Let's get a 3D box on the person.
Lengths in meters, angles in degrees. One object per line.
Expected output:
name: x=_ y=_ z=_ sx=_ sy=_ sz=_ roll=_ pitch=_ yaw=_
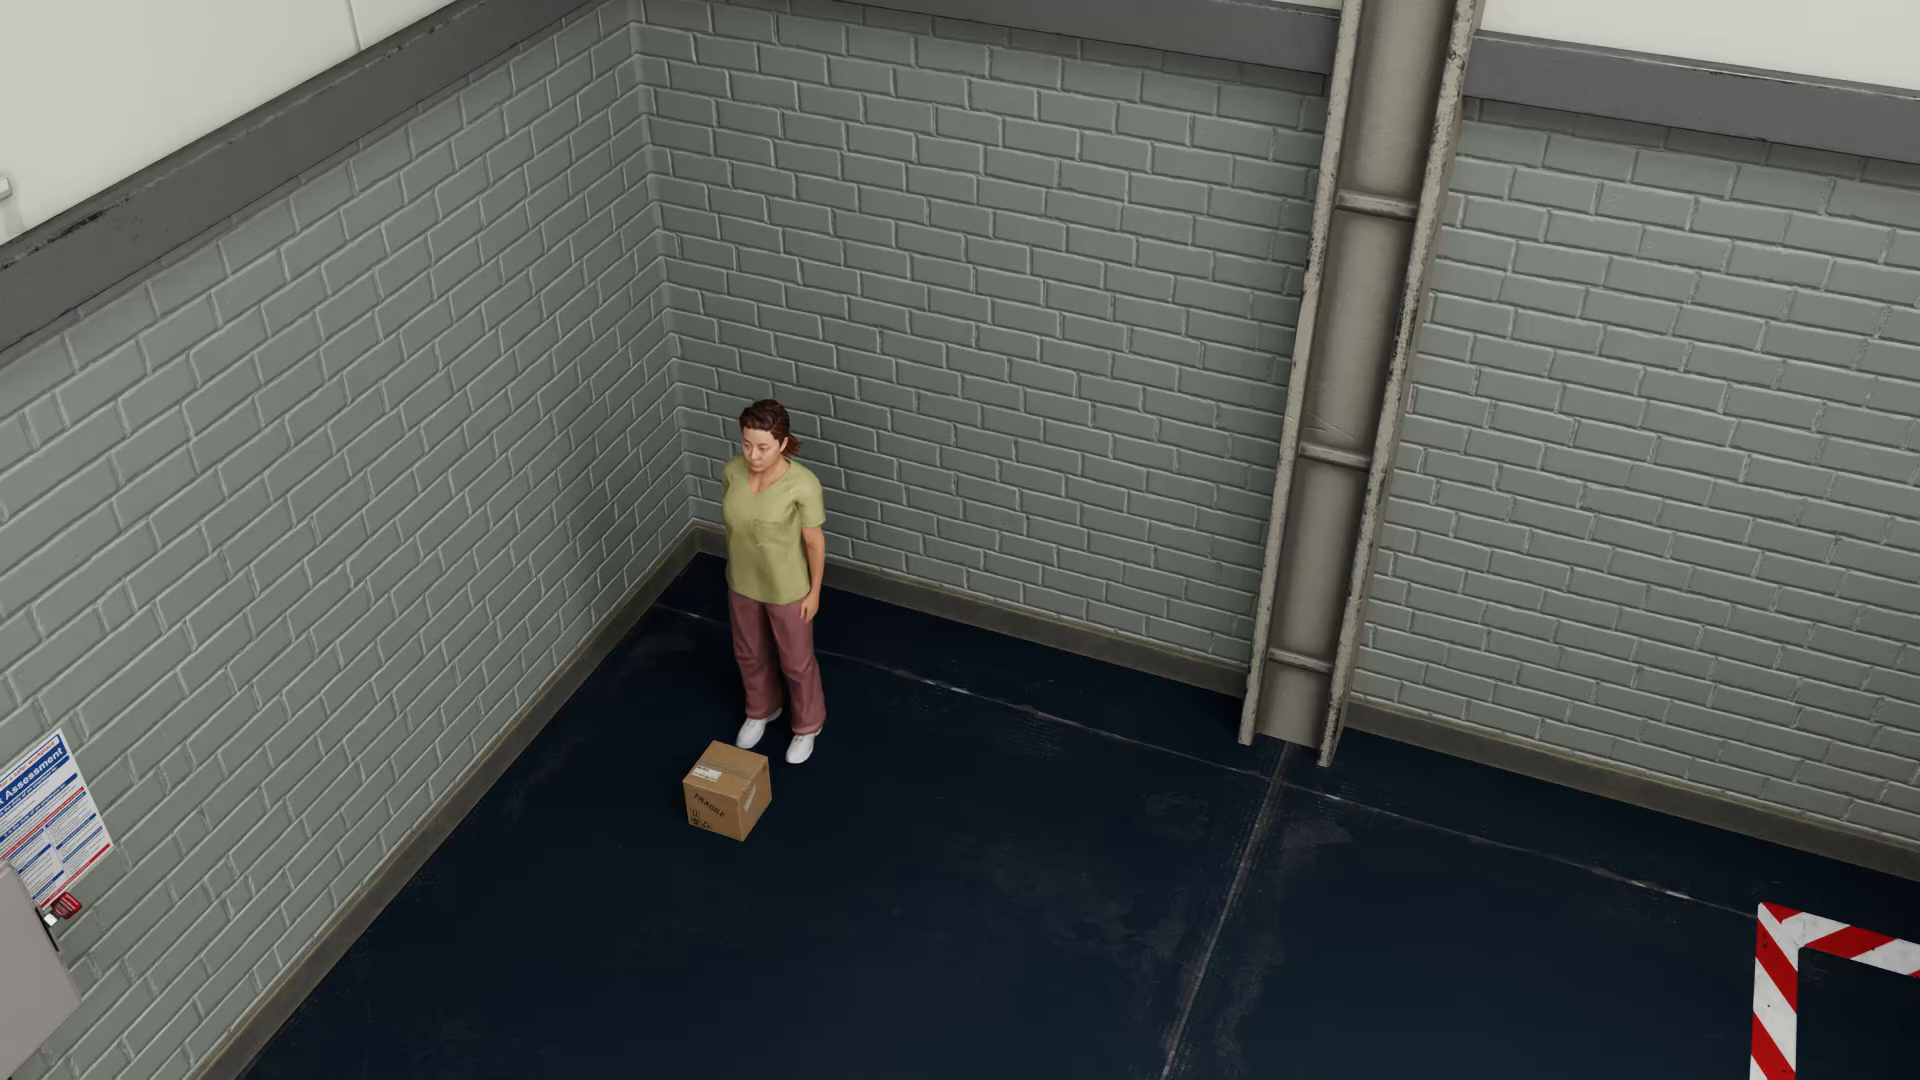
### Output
person: x=-0.733 y=0.171 z=6.608 sx=0.440 sy=1.671 sz=0.355 roll=15 pitch=40 yaw=19
